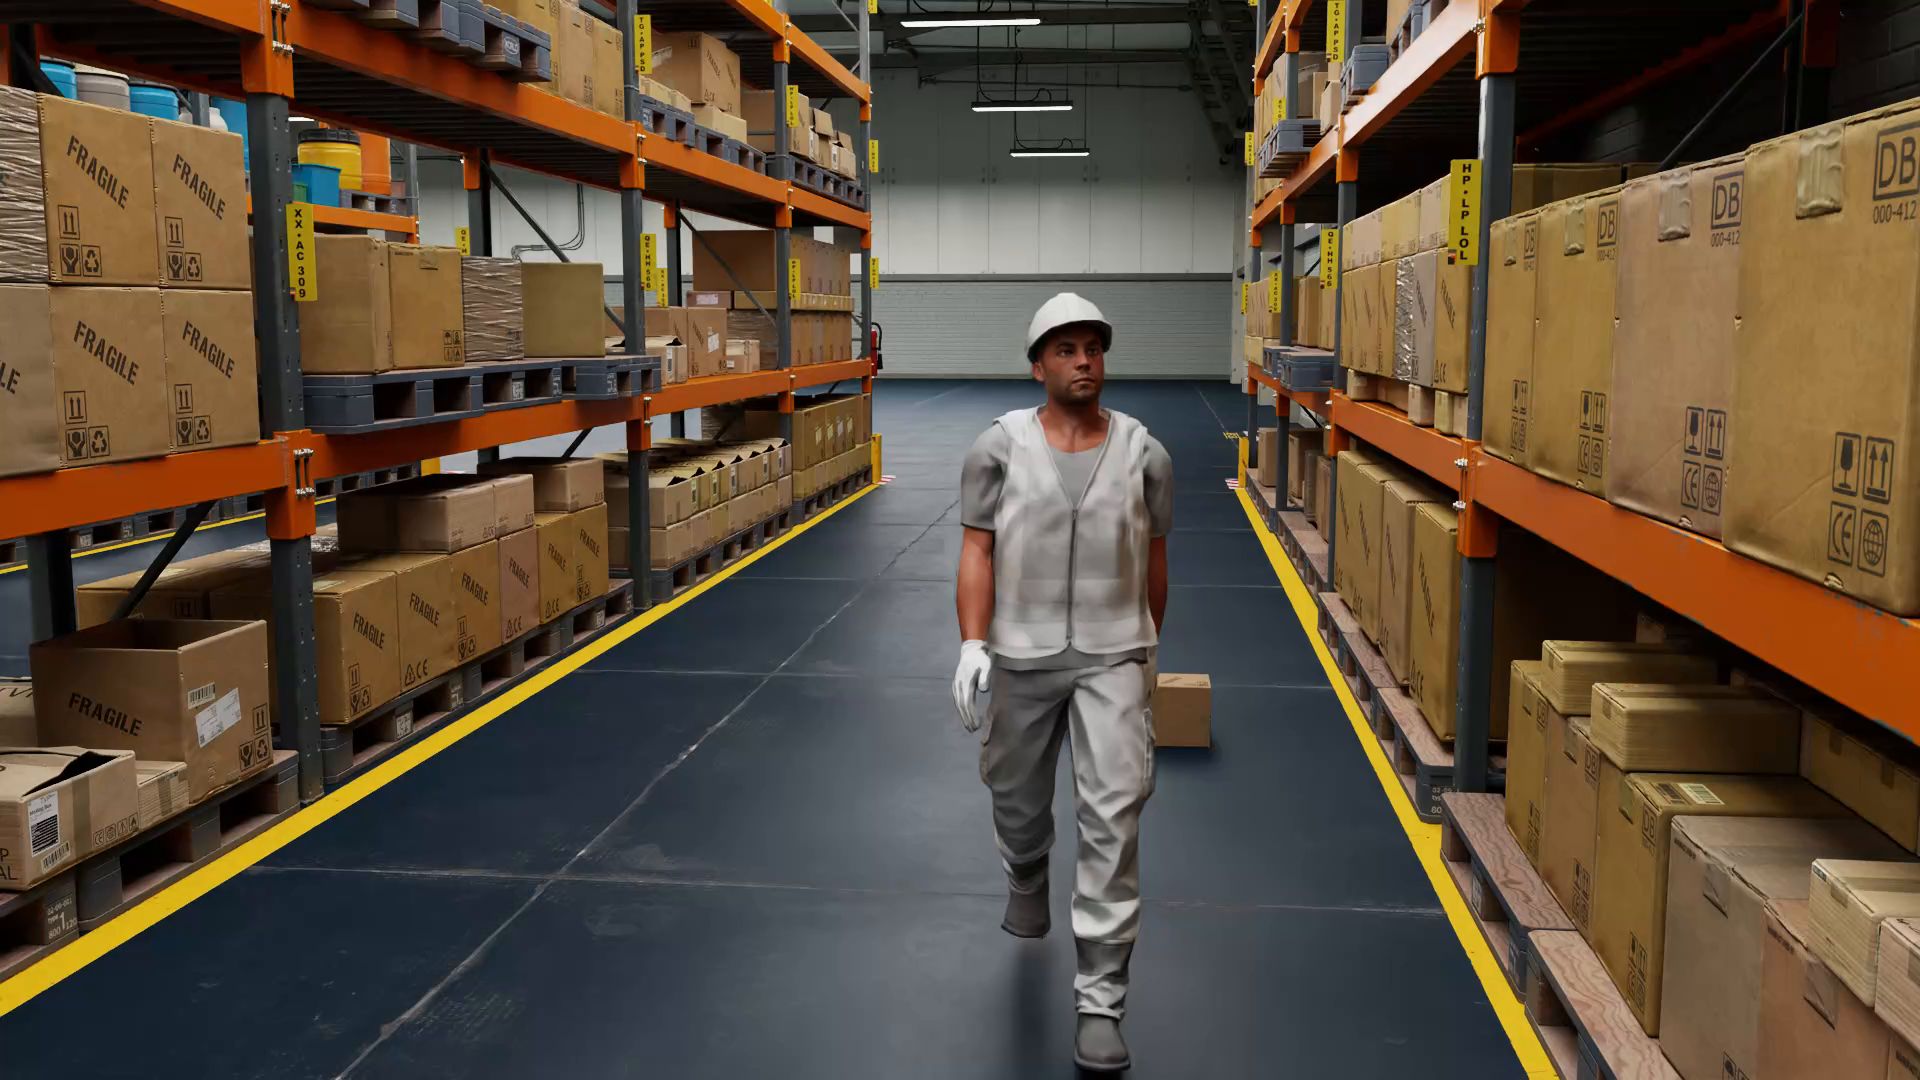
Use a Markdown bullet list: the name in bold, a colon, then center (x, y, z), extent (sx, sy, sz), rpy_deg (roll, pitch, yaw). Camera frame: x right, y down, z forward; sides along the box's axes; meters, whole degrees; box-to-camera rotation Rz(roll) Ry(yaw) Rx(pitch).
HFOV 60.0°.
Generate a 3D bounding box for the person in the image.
- **person**: center (0.253, 0.285, 4.024), extent (0.528, 1.748, 0.985), rpy_deg (0, 8, 3)
